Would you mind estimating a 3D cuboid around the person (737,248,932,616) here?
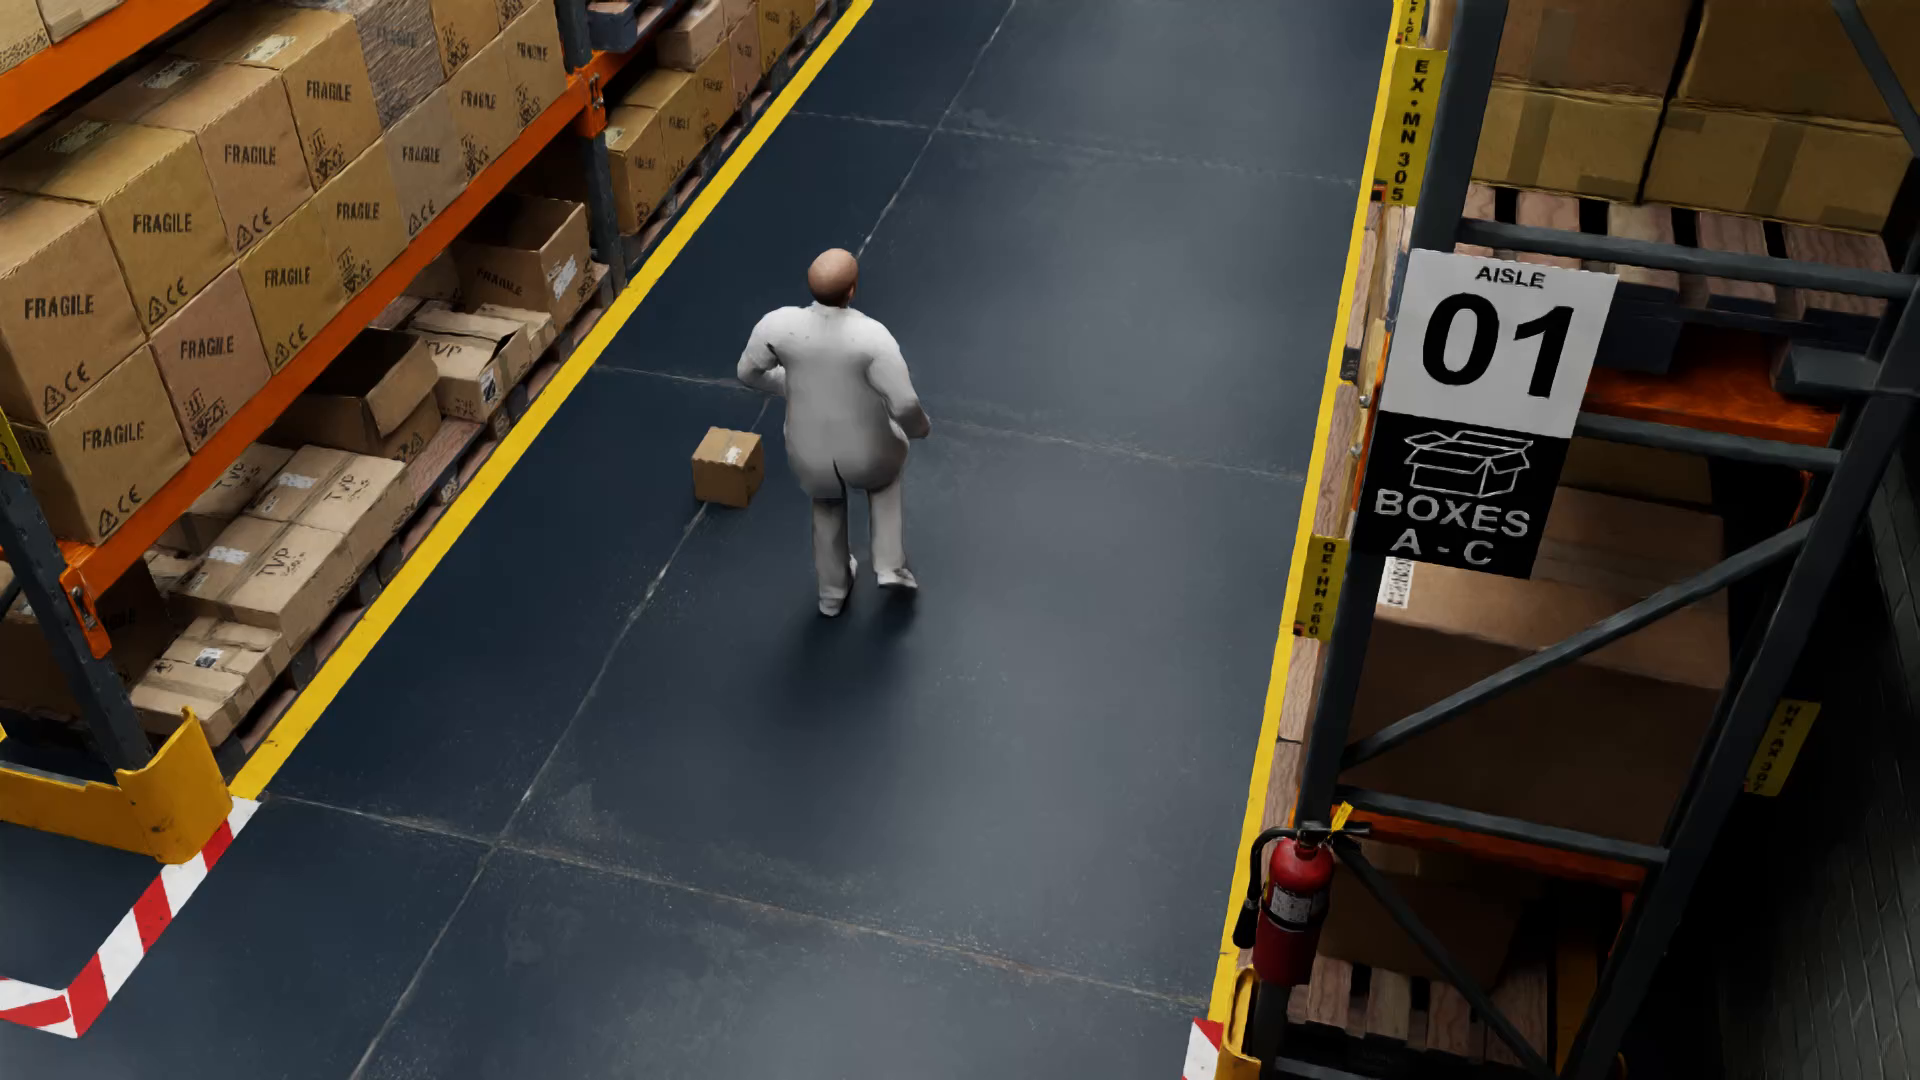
[{"bbox_3d":[-0.489,-0.435,6.704,0.764,1.743,0.535,3,41,4],"label":"person"}]
